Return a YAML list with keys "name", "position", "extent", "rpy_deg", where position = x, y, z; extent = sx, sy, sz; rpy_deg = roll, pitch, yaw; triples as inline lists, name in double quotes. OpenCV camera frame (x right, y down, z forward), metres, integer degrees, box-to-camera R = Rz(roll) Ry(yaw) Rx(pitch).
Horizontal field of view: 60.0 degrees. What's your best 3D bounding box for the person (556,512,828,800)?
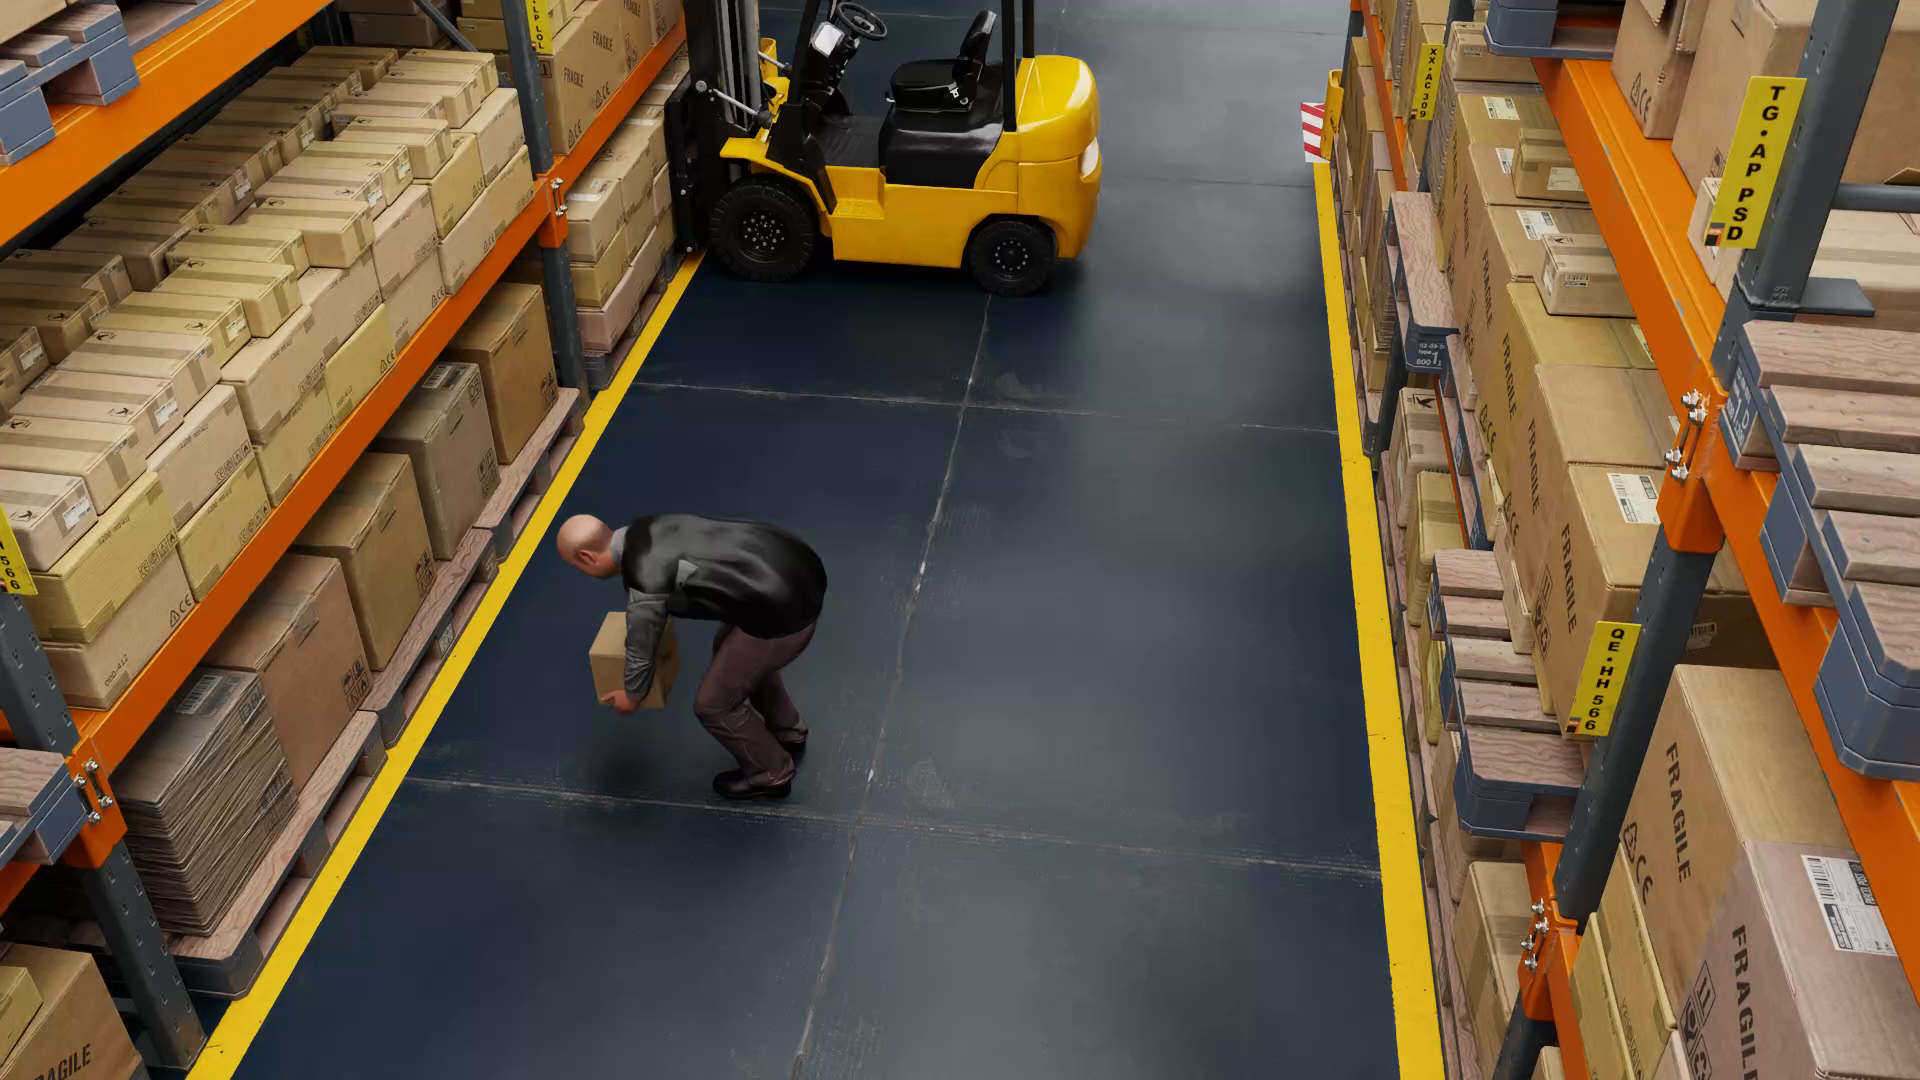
- name: "person"
  position: [-0.950, 0.403, 6.110]
  extent: [0.940, 1.138, 0.487]
  rpy_deg: [3, 36, 4]
